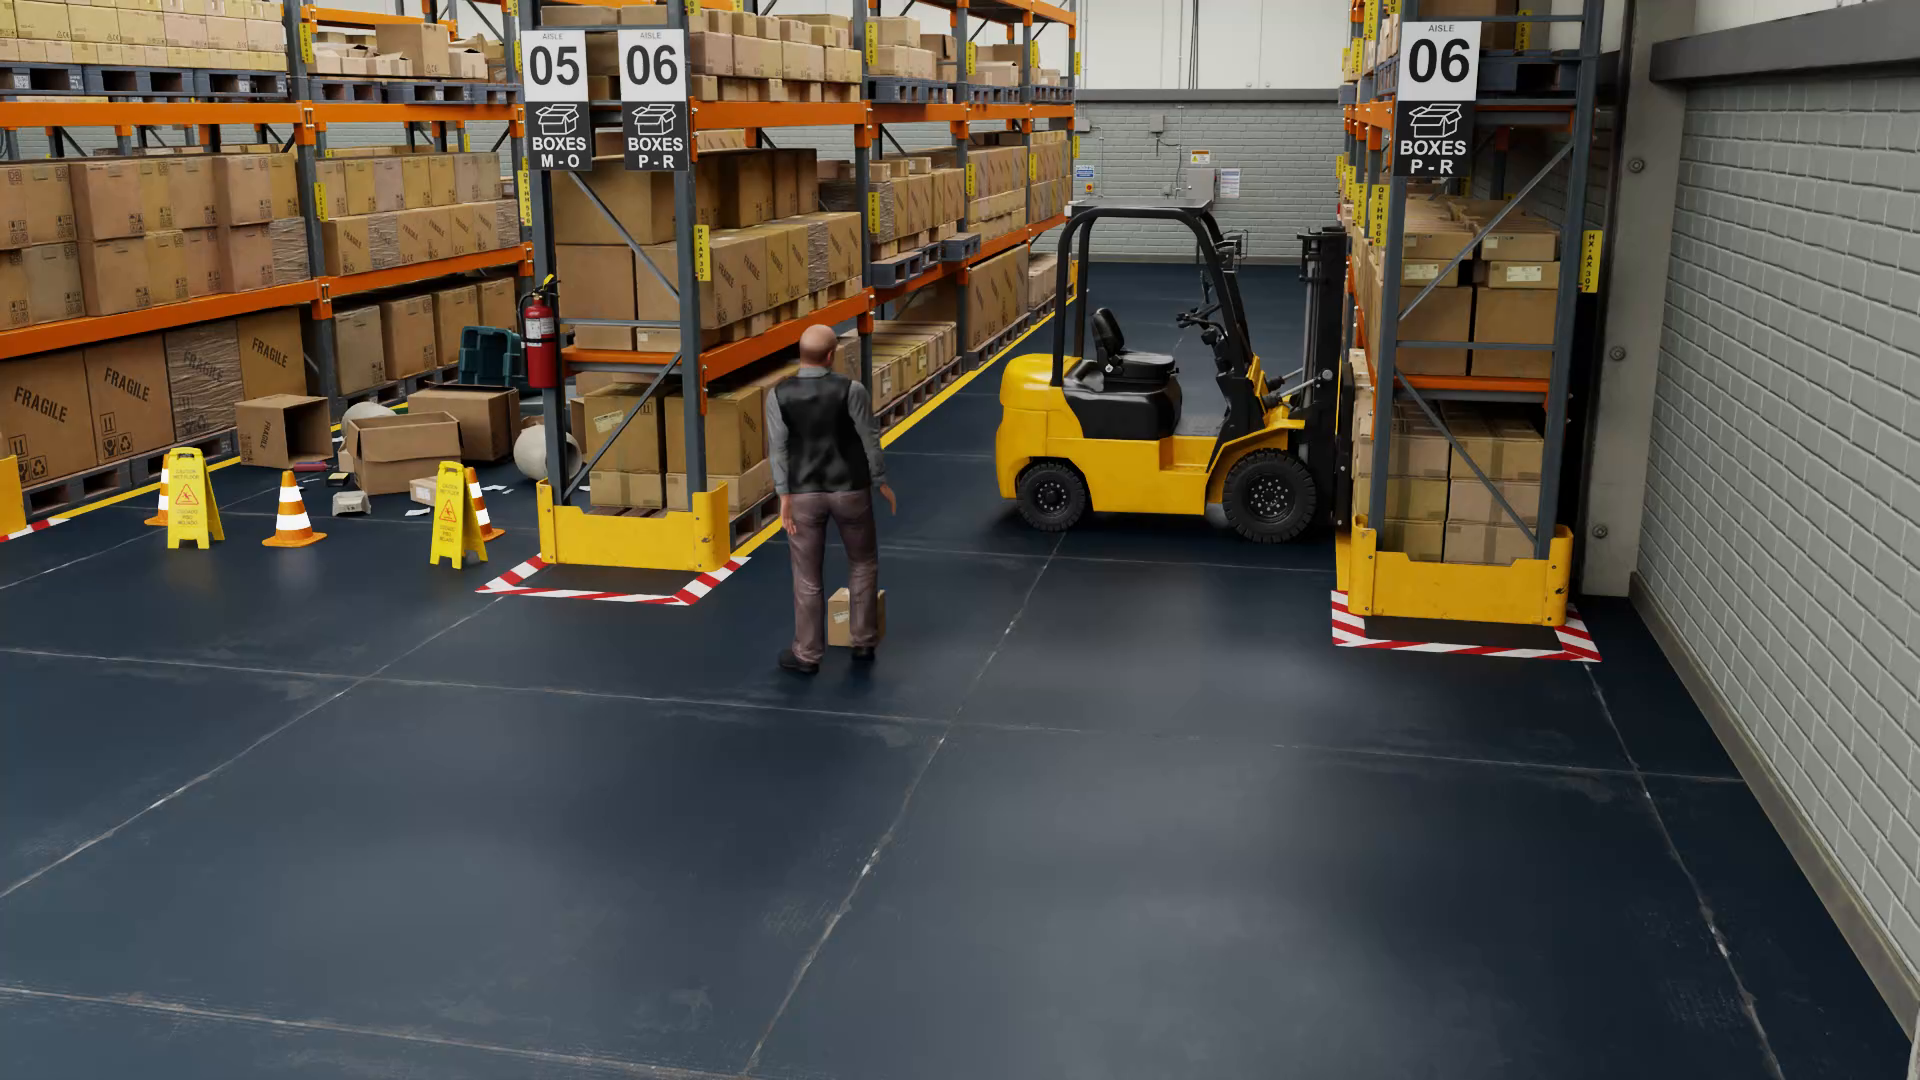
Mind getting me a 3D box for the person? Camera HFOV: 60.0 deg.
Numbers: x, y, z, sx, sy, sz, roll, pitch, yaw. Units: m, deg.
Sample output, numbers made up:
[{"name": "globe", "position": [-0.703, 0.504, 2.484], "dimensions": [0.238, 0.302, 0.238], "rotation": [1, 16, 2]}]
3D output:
[{"name": "person", "position": [-0.628, -0.191, 8.234], "dimensions": [0.638, 1.751, 0.380], "rotation": [-1, 15, -5]}]
